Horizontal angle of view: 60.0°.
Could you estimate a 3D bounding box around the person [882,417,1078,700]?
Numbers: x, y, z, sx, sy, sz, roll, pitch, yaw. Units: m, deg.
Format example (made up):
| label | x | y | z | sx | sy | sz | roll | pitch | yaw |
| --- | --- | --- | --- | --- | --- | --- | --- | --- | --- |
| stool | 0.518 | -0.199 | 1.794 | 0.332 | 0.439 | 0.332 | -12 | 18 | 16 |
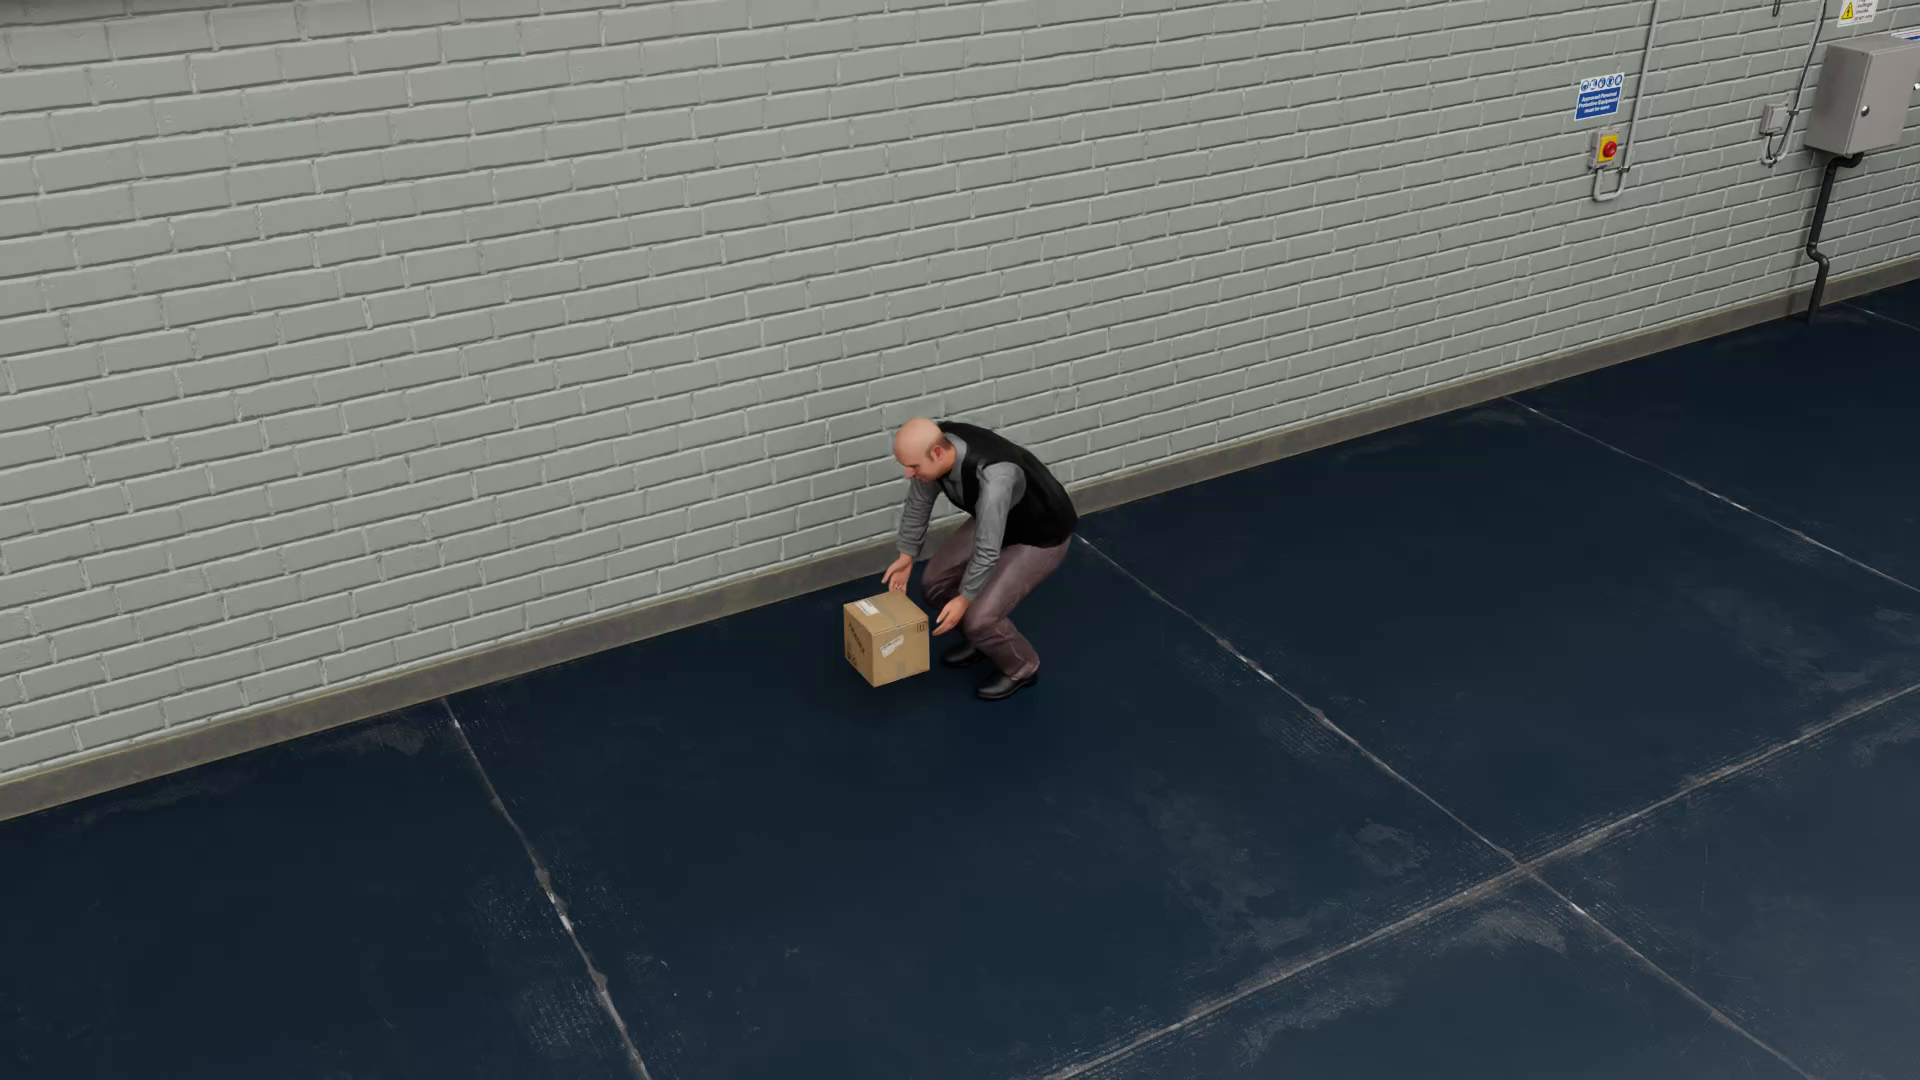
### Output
| label | x | y | z | sx | sy | sz | roll | pitch | yaw |
| --- | --- | --- | --- | --- | --- | --- | --- | --- | --- |
| person | 0.094 | 0.036 | 6.575 | 0.779 | 1.254 | 0.586 | -16 | 33 | -26 |
